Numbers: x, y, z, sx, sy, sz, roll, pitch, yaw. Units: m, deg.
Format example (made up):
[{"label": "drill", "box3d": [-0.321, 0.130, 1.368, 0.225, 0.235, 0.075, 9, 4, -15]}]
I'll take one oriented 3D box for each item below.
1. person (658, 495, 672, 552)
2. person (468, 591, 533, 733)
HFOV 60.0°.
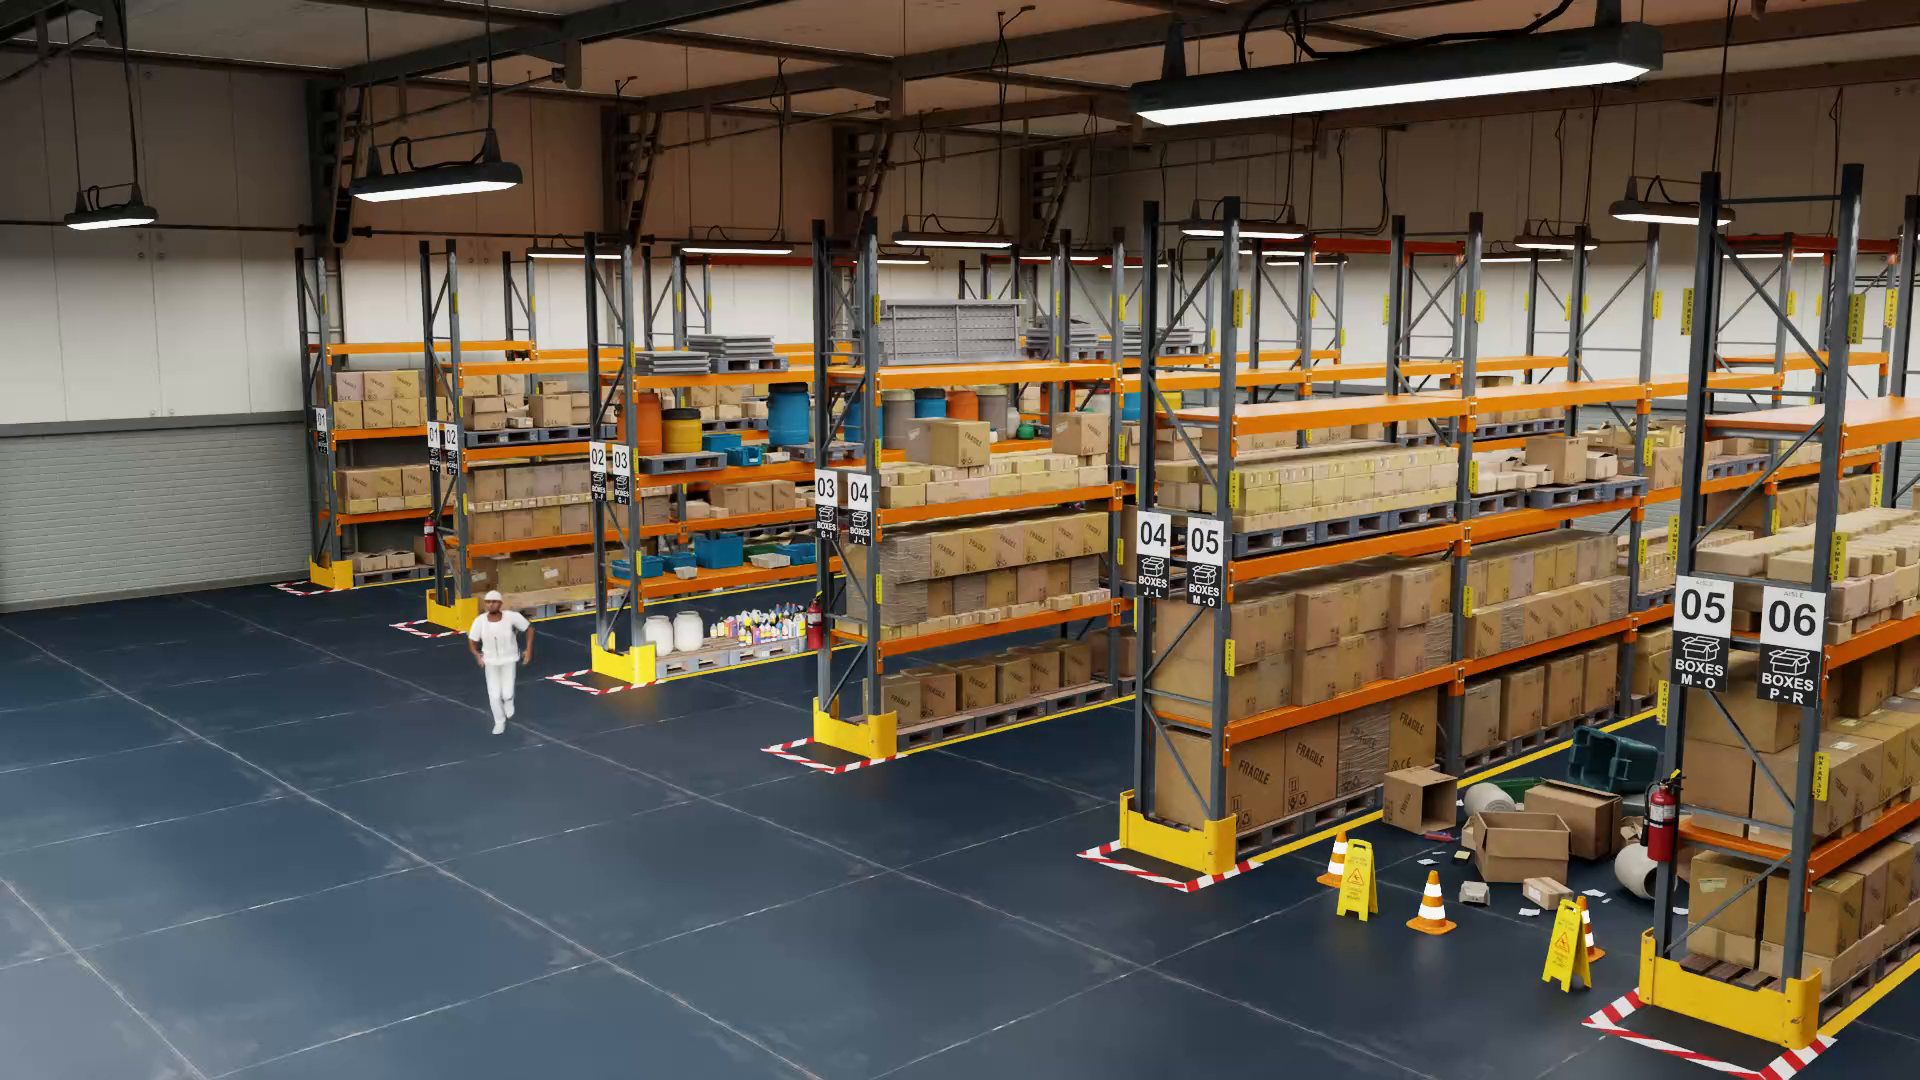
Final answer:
[{"label": "person", "box3d": [-5.449, -0.118, 30.483, 0.548, 1.656, 0.613, 7, 11, 40]}, {"label": "person", "box3d": [-5.443, 1.445, 19.691, 0.732, 1.723, 0.647, -1, 8, -6]}]
